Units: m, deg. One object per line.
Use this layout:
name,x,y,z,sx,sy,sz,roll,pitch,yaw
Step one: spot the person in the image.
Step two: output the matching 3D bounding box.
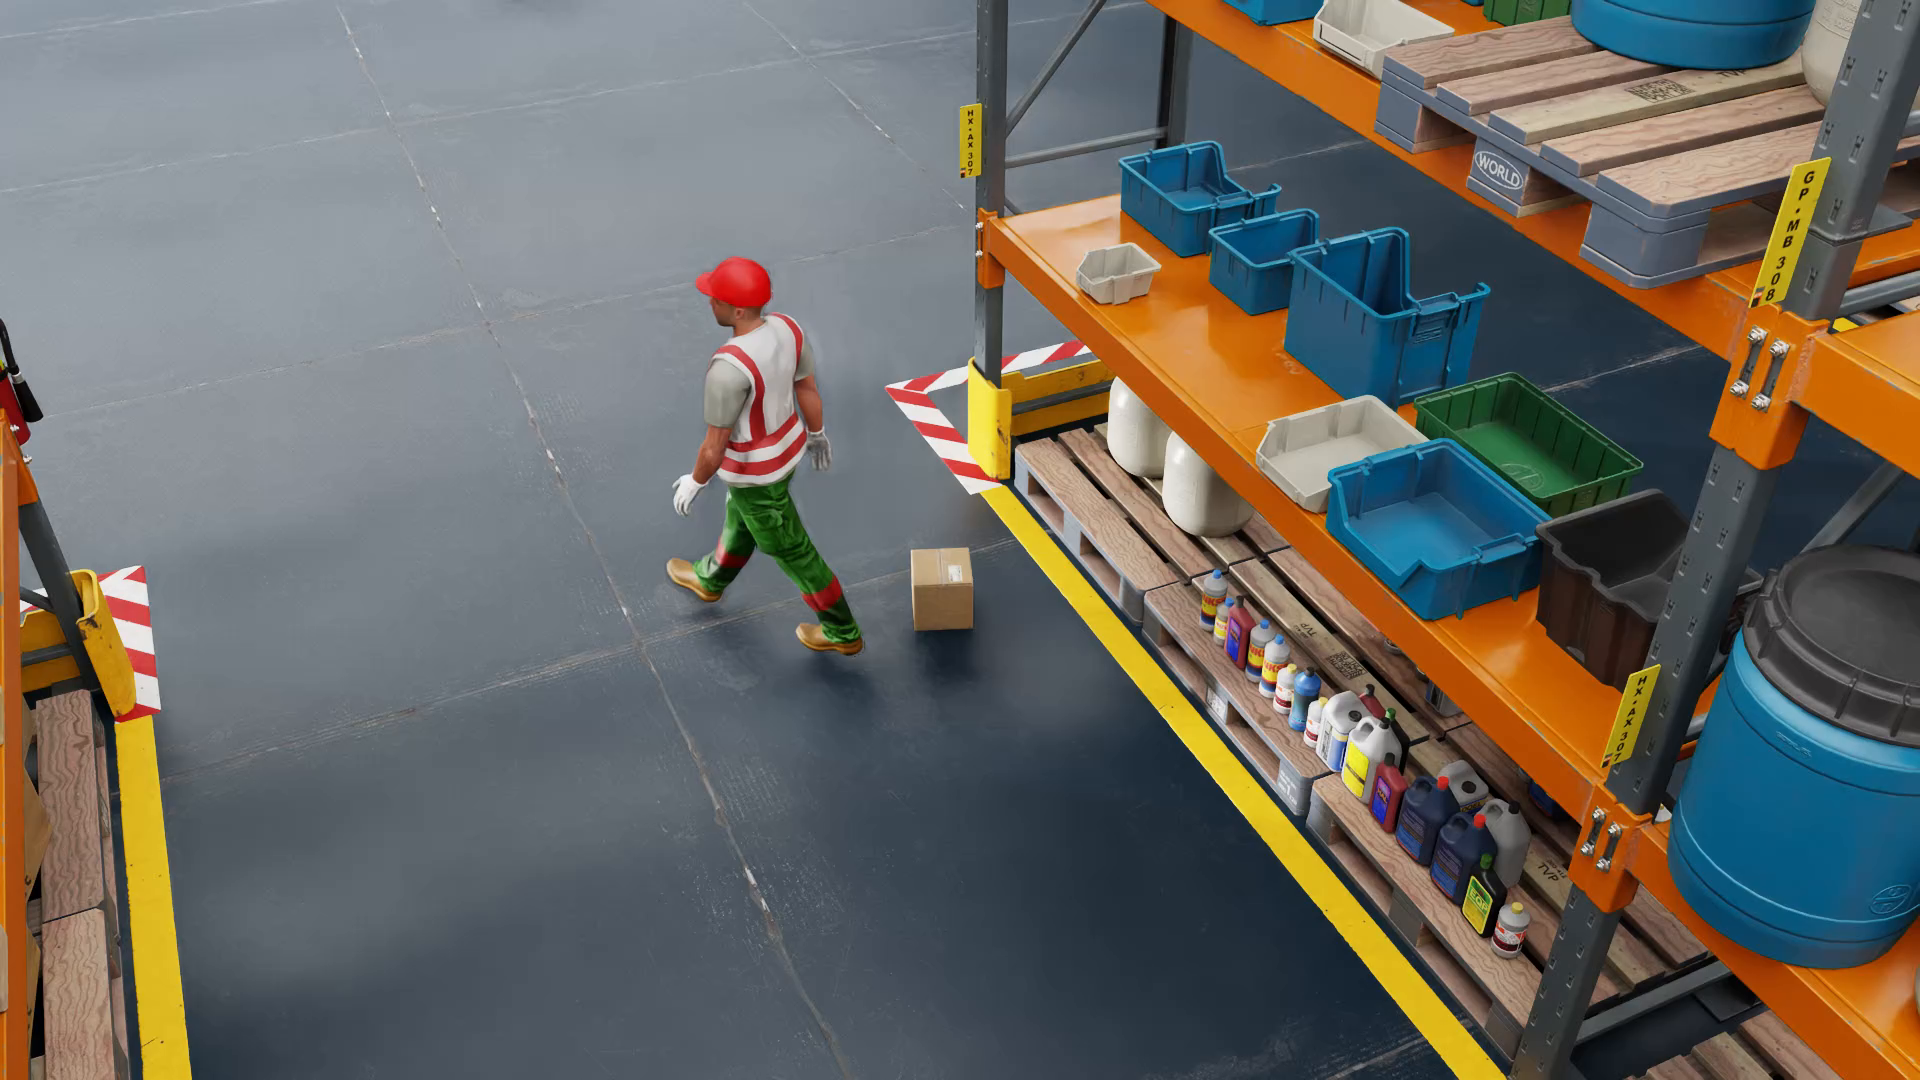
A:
person,-0.869,-0.336,6.551,1.009,1.734,0.618,14,39,18
